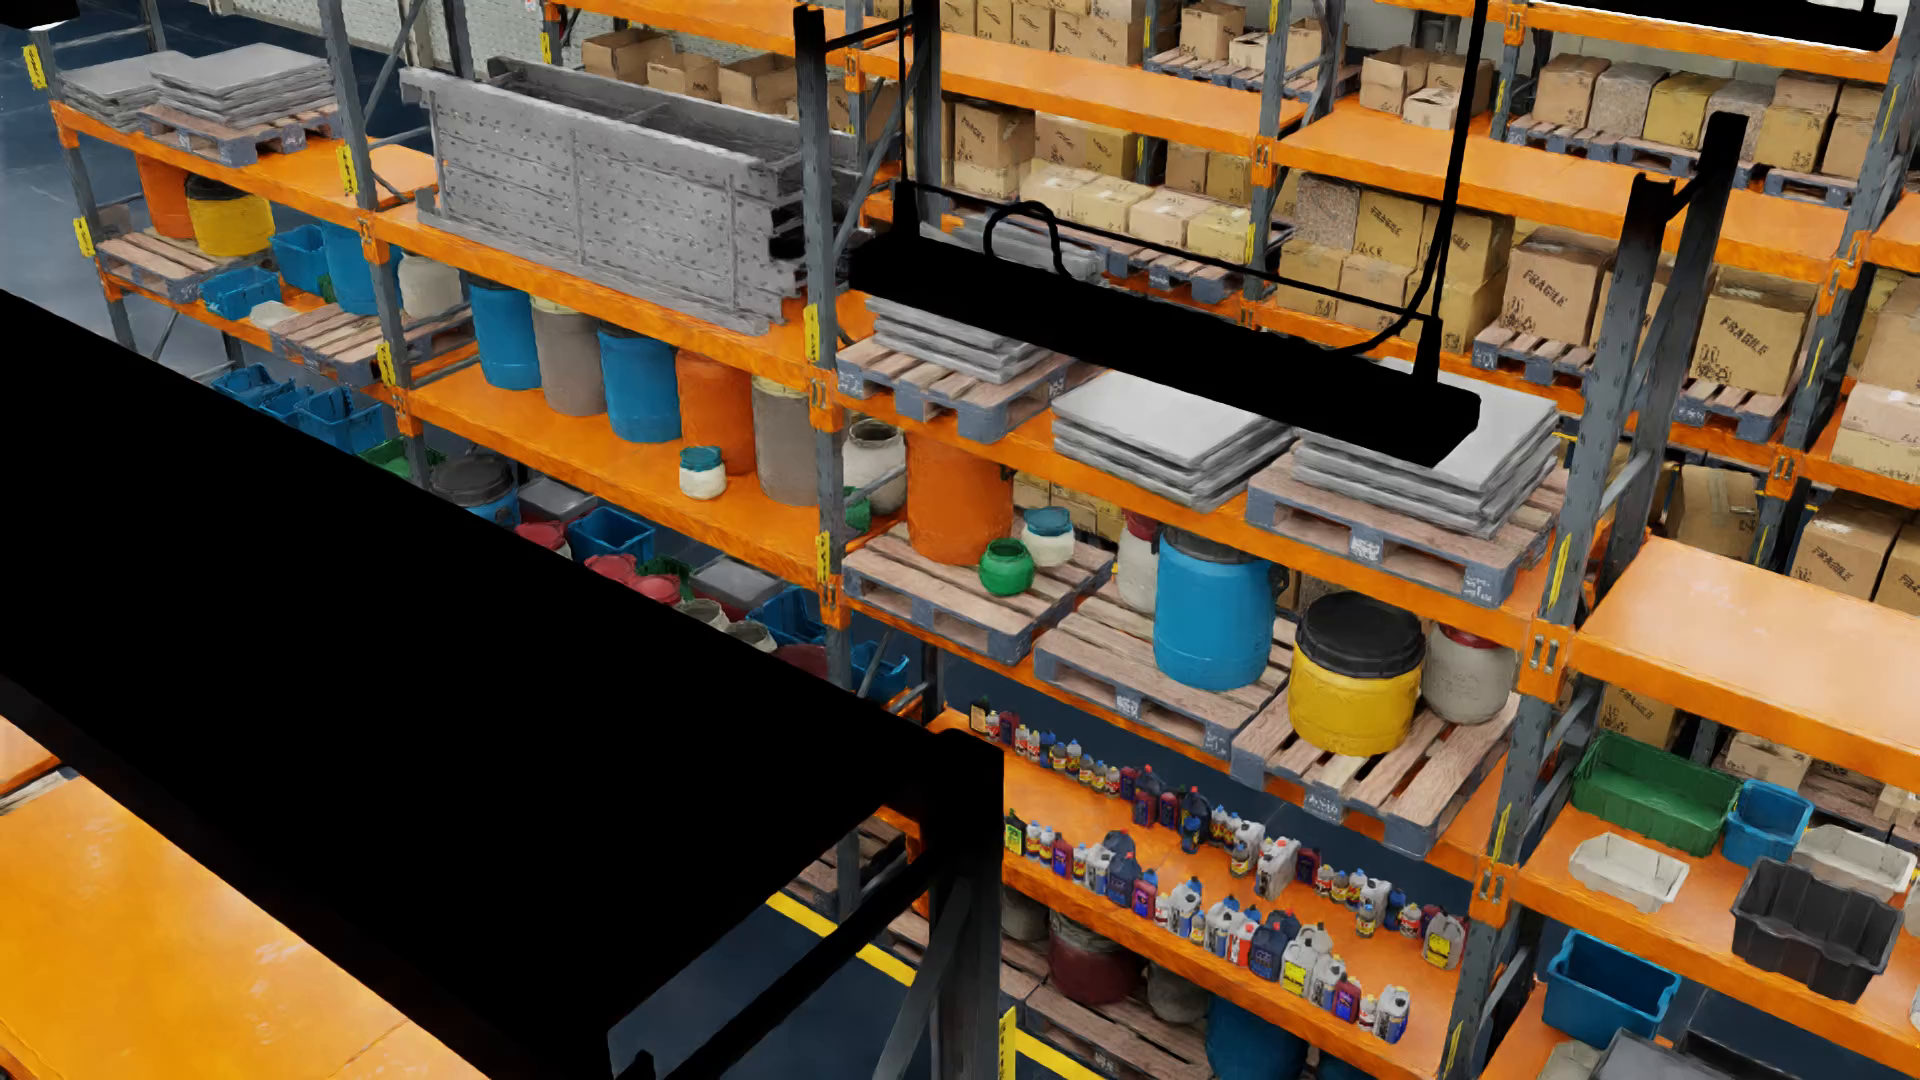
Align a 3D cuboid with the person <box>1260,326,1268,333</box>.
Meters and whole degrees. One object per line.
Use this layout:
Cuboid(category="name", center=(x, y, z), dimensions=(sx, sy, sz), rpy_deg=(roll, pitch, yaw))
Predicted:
Cuboid(category="person", center=(2.779, -1.323, 15.776), dimensions=(1.128, 1.709, 0.550), rpy_deg=(20, 37, 30))
